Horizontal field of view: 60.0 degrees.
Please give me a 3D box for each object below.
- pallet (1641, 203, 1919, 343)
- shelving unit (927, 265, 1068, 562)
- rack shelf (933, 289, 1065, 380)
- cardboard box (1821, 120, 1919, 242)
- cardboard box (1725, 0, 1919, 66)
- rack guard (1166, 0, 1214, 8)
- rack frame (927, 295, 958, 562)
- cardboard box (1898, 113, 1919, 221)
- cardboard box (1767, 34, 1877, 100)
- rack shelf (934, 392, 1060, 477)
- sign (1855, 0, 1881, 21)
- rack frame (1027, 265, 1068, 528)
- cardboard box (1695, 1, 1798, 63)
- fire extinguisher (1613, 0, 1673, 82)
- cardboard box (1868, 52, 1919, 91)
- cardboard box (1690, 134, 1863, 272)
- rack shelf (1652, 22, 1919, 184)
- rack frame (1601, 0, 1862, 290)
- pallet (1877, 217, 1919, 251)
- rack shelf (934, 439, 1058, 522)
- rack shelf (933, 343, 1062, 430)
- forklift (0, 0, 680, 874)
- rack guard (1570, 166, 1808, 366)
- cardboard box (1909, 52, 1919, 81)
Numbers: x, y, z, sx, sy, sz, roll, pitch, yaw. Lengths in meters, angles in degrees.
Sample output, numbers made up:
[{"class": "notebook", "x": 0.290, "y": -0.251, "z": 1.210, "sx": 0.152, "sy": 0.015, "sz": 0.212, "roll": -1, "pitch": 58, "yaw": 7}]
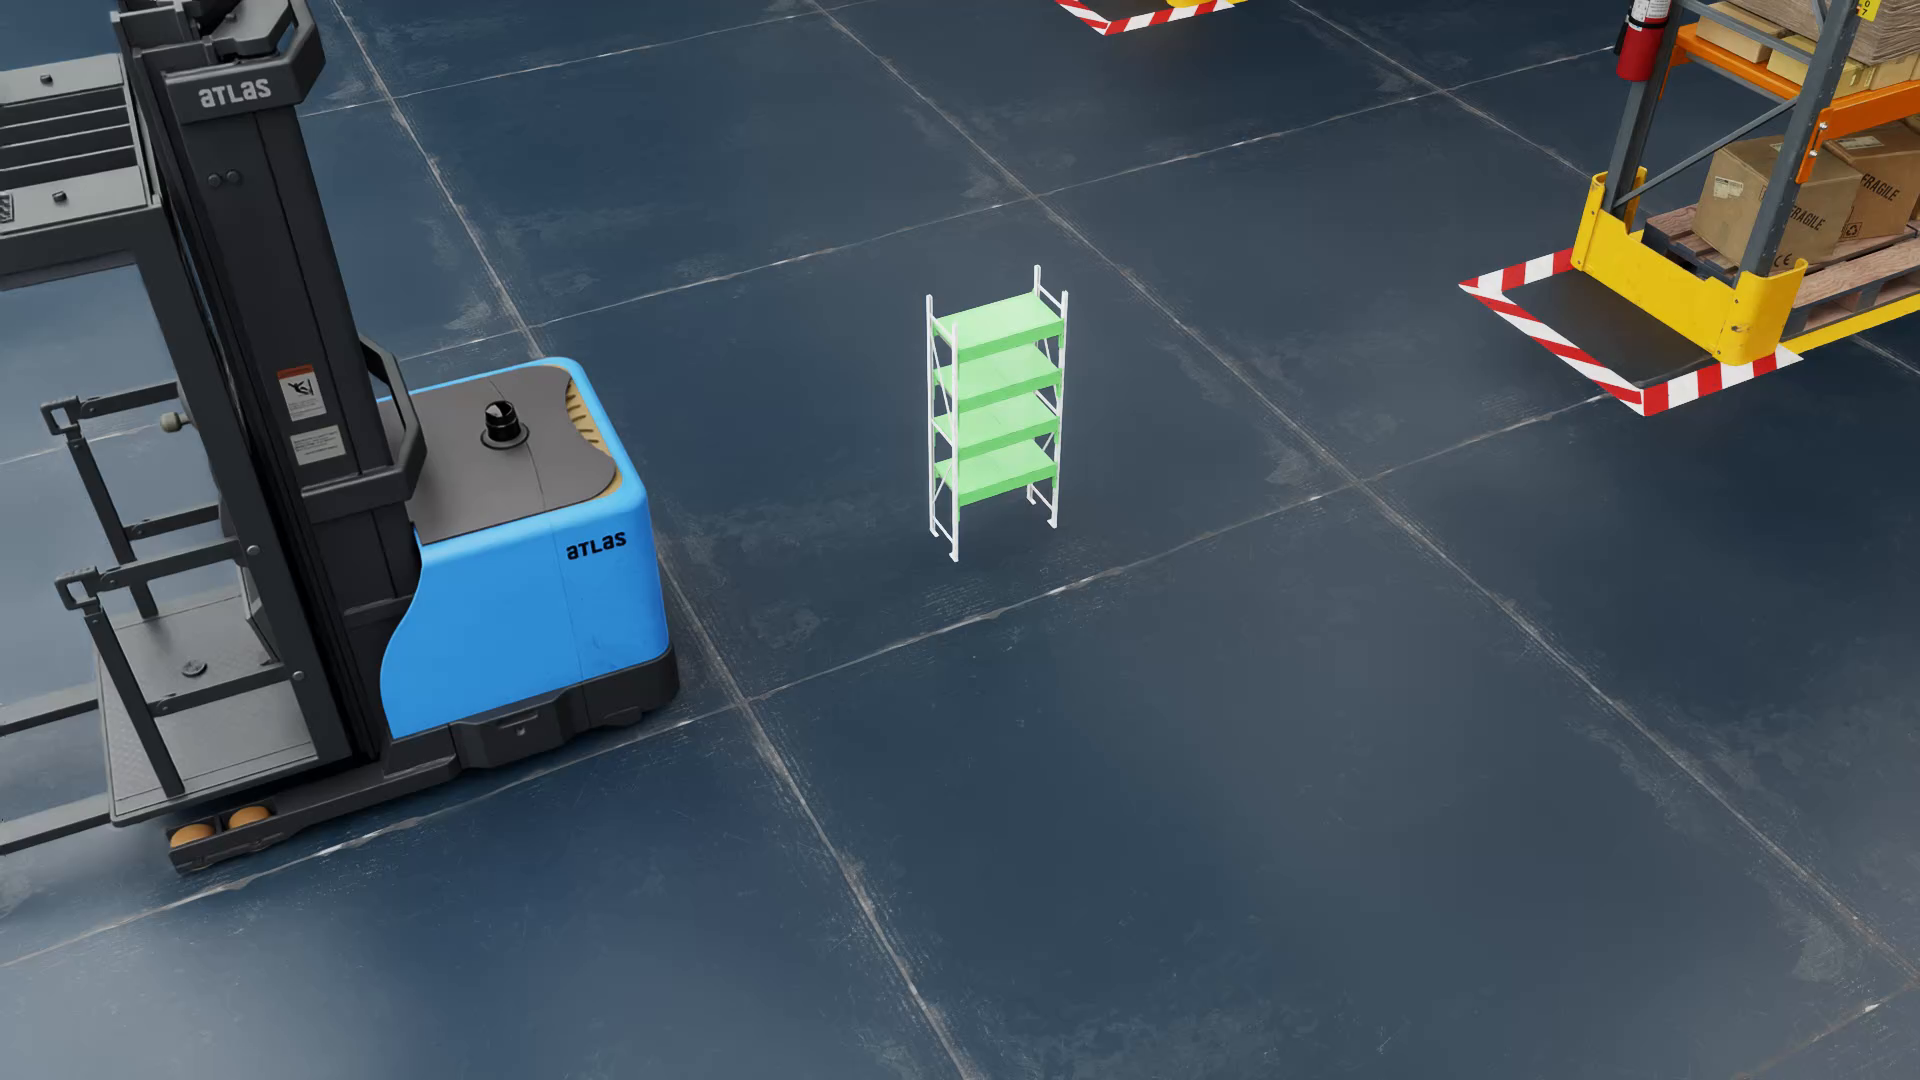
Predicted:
[{"class": "pallet", "x": 4.450, "y": -1.539, "z": 8.905, "sx": 1.213, "sy": 0.211, "sz": 1.003, "roll": -19, "pitch": 44, "yaw": -21}, {"class": "shelving unit", "x": 0.147, "y": -0.507, "z": 6.921, "sx": 0.503, "sy": 1.200, "sz": 0.258, "roll": -19, "pitch": 44, "yaw": -21}, {"class": "rack shelf", "x": 0.147, "y": -0.825, "z": 6.652, "sx": 0.480, "sy": 0.148, "sz": 0.258, "roll": -19, "pitch": 44, "yaw": -21}, {"class": "cardboard box", "x": 4.722, "y": -1.940, "z": 8.829, "sx": 0.500, "sy": 0.500, "sz": 0.500, "roll": -8, "pitch": 41, "yaw": -9}, {"class": "cardboard box", "x": 4.146, "y": -2.659, "z": 7.762, "sx": 0.500, "sy": 0.500, "sz": 0.875, "roll": -19, "pitch": 44, "yaw": -21}, {"class": "rack guard", "x": 1.404, "y": -4.292, "z": 11.934, "sx": 0.348, "sy": 0.500, "sz": 1.175, "roll": -19, "pitch": 44, "yaw": -21}, {"class": "rack frame", "x": -0.070, "y": -0.435, "z": 6.835, "sx": 0.015, "sy": 1.200, "sz": 0.240, "roll": -19, "pitch": 44, "yaw": -21}, {"class": "cardboard box", "x": 5.286, "y": -2.116, "z": 9.037, "sx": 0.500, "sy": 0.500, "sz": 0.500, "roll": -15, "pitch": 42, "yaw": -17}, {"class": "cardboard box", "x": 4.009, "y": -2.211, "z": 7.735, "sx": 0.250, "sy": 0.149, "sz": 0.380, "roll": -19, "pitch": 44, "yaw": -21}, {"class": "rack shelf", "x": 0.147, "y": -0.459, "z": 6.962, "sx": 0.480, "sy": 0.148, "sz": 0.258, "roll": -19, "pitch": 44, "yaw": -21}, {"class": "sign", "x": 3.897, "y": -2.378, "z": 7.068, "sx": 0.005, "sy": 0.325, "sz": 0.100, "roll": -19, "pitch": 44, "yaw": -21}, {"class": "rack frame", "x": 0.363, "y": -0.580, "z": 7.007, "sx": 0.015, "sy": 1.200, "sz": 0.240, "roll": -19, "pitch": 44, "yaw": -21}, {"class": "cardboard box", "x": 3.803, "y": -2.466, "z": 8.036, "sx": 0.250, "sy": 0.149, "sz": 0.380, "roll": -19, "pitch": 44, "yaw": -21}, {"class": "fire extinguisher", "x": 3.331, "y": -2.559, "z": 8.011, "sx": 0.183, "sy": 0.674, "sz": 0.296, "roll": -19, "pitch": 44, "yaw": -21}, {"class": "cardboard box", "x": 4.239, "y": -2.275, "z": 7.810, "sx": 0.250, "sy": 0.149, "sz": 0.380, "roll": -19, "pitch": 44, "yaw": -21}, {"class": "cardboard box", "x": 4.207, "y": -1.742, "z": 8.595, "sx": 0.500, "sy": 0.500, "sz": 0.500, "roll": -11, "pitch": 41, "yaw": -13}, {"class": "rack shelf", "x": 5.420, "y": -2.681, "z": 8.652, "sx": 4.000, "sy": 0.370, "sz": 1.077, "roll": -19, "pitch": 44, "yaw": -21}, {"class": "rack frame", "x": 3.646, "y": -2.359, "z": 7.715, "sx": 0.127, "sy": 3.000, "sz": 1.000, "roll": -19, "pitch": 44, "yaw": -21}, {"class": "pallet", "x": 5.531, "y": -1.901, "z": 9.332, "sx": 1.213, "sy": 0.211, "sz": 1.003, "roll": -19, "pitch": 44, "yaw": -21}, {"class": "rack shelf", "x": 0.147, "y": -0.275, "z": 7.117, "sx": 0.480, "sy": 0.148, "sz": 0.258, "roll": -19, "pitch": 44, "yaw": -21}, {"class": "rack shelf", "x": 0.147, "y": -0.642, "z": 6.807, "sx": 0.480, "sy": 0.148, "sz": 0.258, "roll": -19, "pitch": 44, "yaw": -21}, {"class": "forklift", "x": -2.647, "y": -0.344, "z": 5.388, "sx": 3.031, "sy": 2.935, "sz": 1.130, "roll": -17, "pitch": 43, "yaw": -19}, {"class": "rack guard", "x": 3.713, "y": -1.427, "z": 8.549, "sx": 0.348, "sy": 0.500, "sz": 1.175, "roll": -19, "pitch": 44, "yaw": -21}, {"class": "cardboard box", "x": 4.468, "y": -2.341, "z": 7.888, "sx": 0.250, "sy": 0.149, "sz": 0.380, "roll": -19, "pitch": 44, "yaw": -21}]
